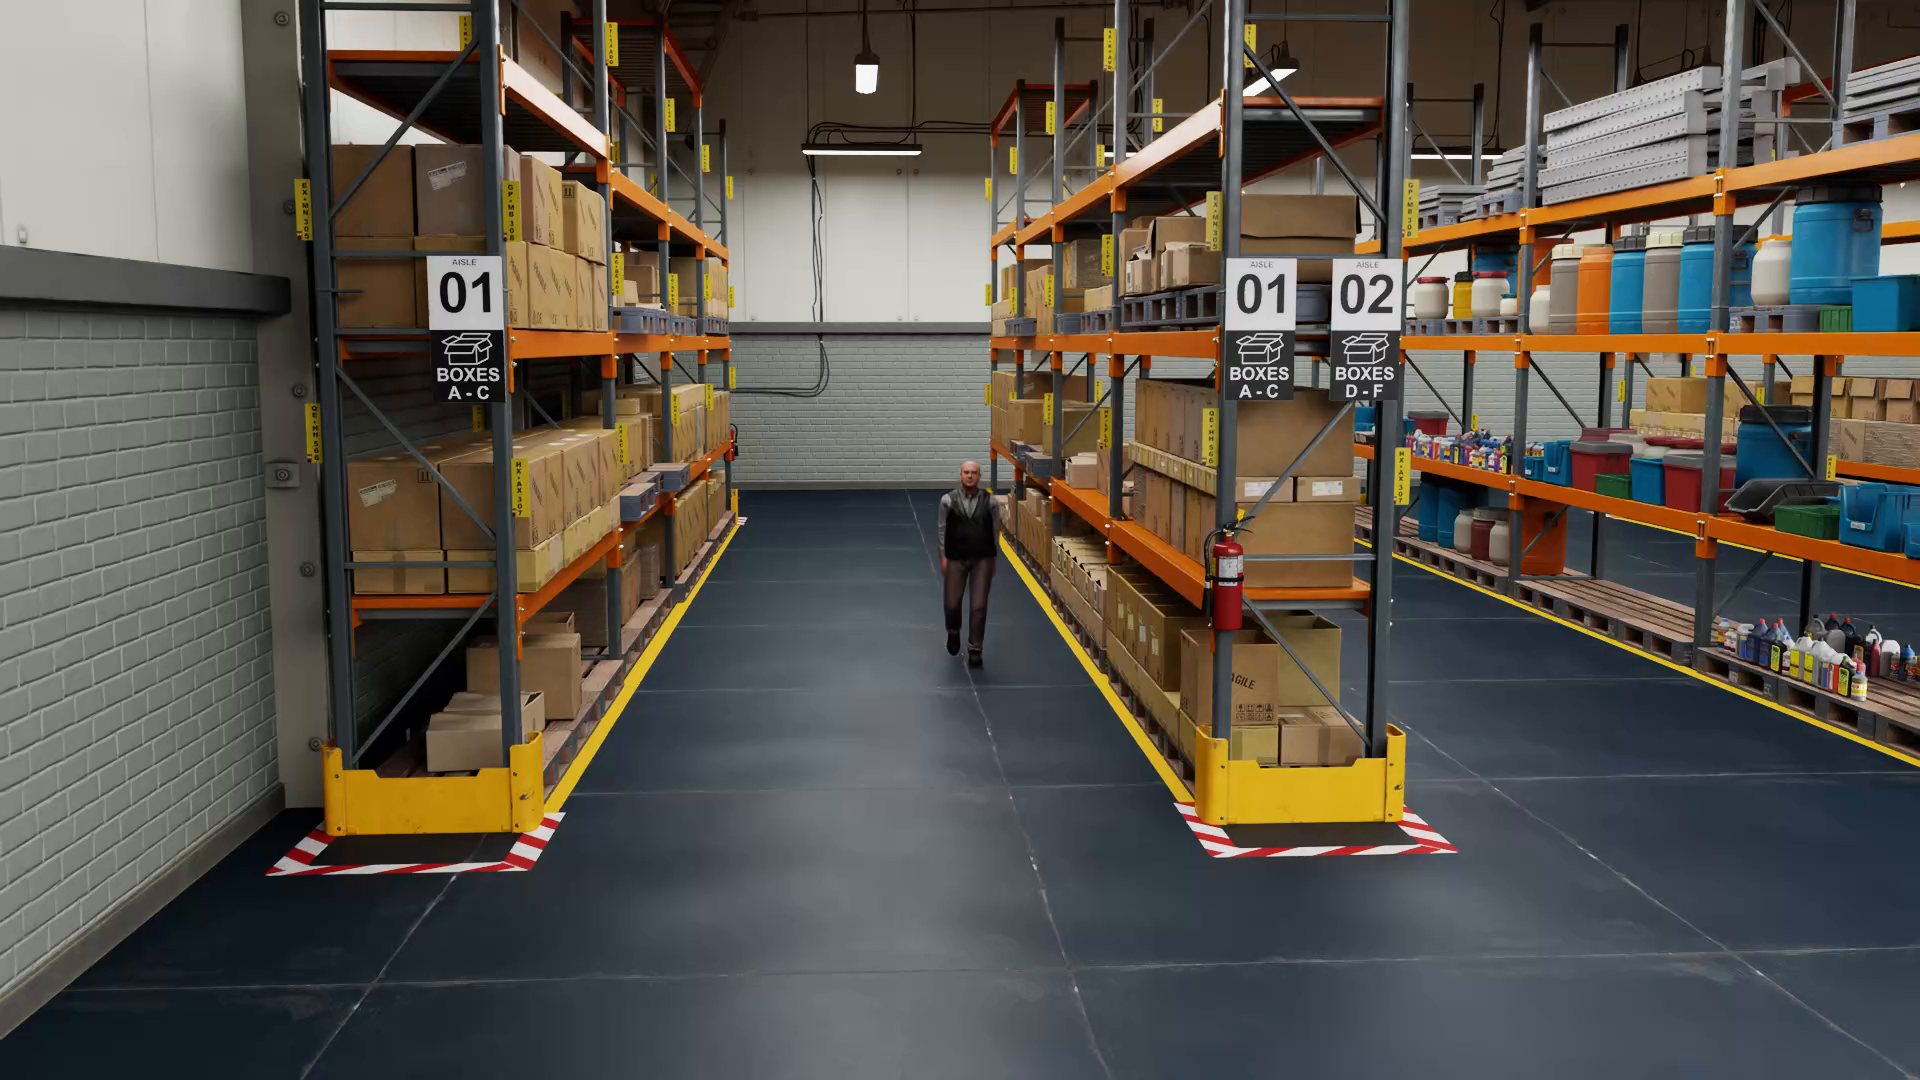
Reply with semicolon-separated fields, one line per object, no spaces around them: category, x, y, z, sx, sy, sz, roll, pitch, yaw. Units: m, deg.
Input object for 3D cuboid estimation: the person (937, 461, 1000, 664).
person;0.073;0.181;14.164;0.536;1.710;0.556;0;7;-2
